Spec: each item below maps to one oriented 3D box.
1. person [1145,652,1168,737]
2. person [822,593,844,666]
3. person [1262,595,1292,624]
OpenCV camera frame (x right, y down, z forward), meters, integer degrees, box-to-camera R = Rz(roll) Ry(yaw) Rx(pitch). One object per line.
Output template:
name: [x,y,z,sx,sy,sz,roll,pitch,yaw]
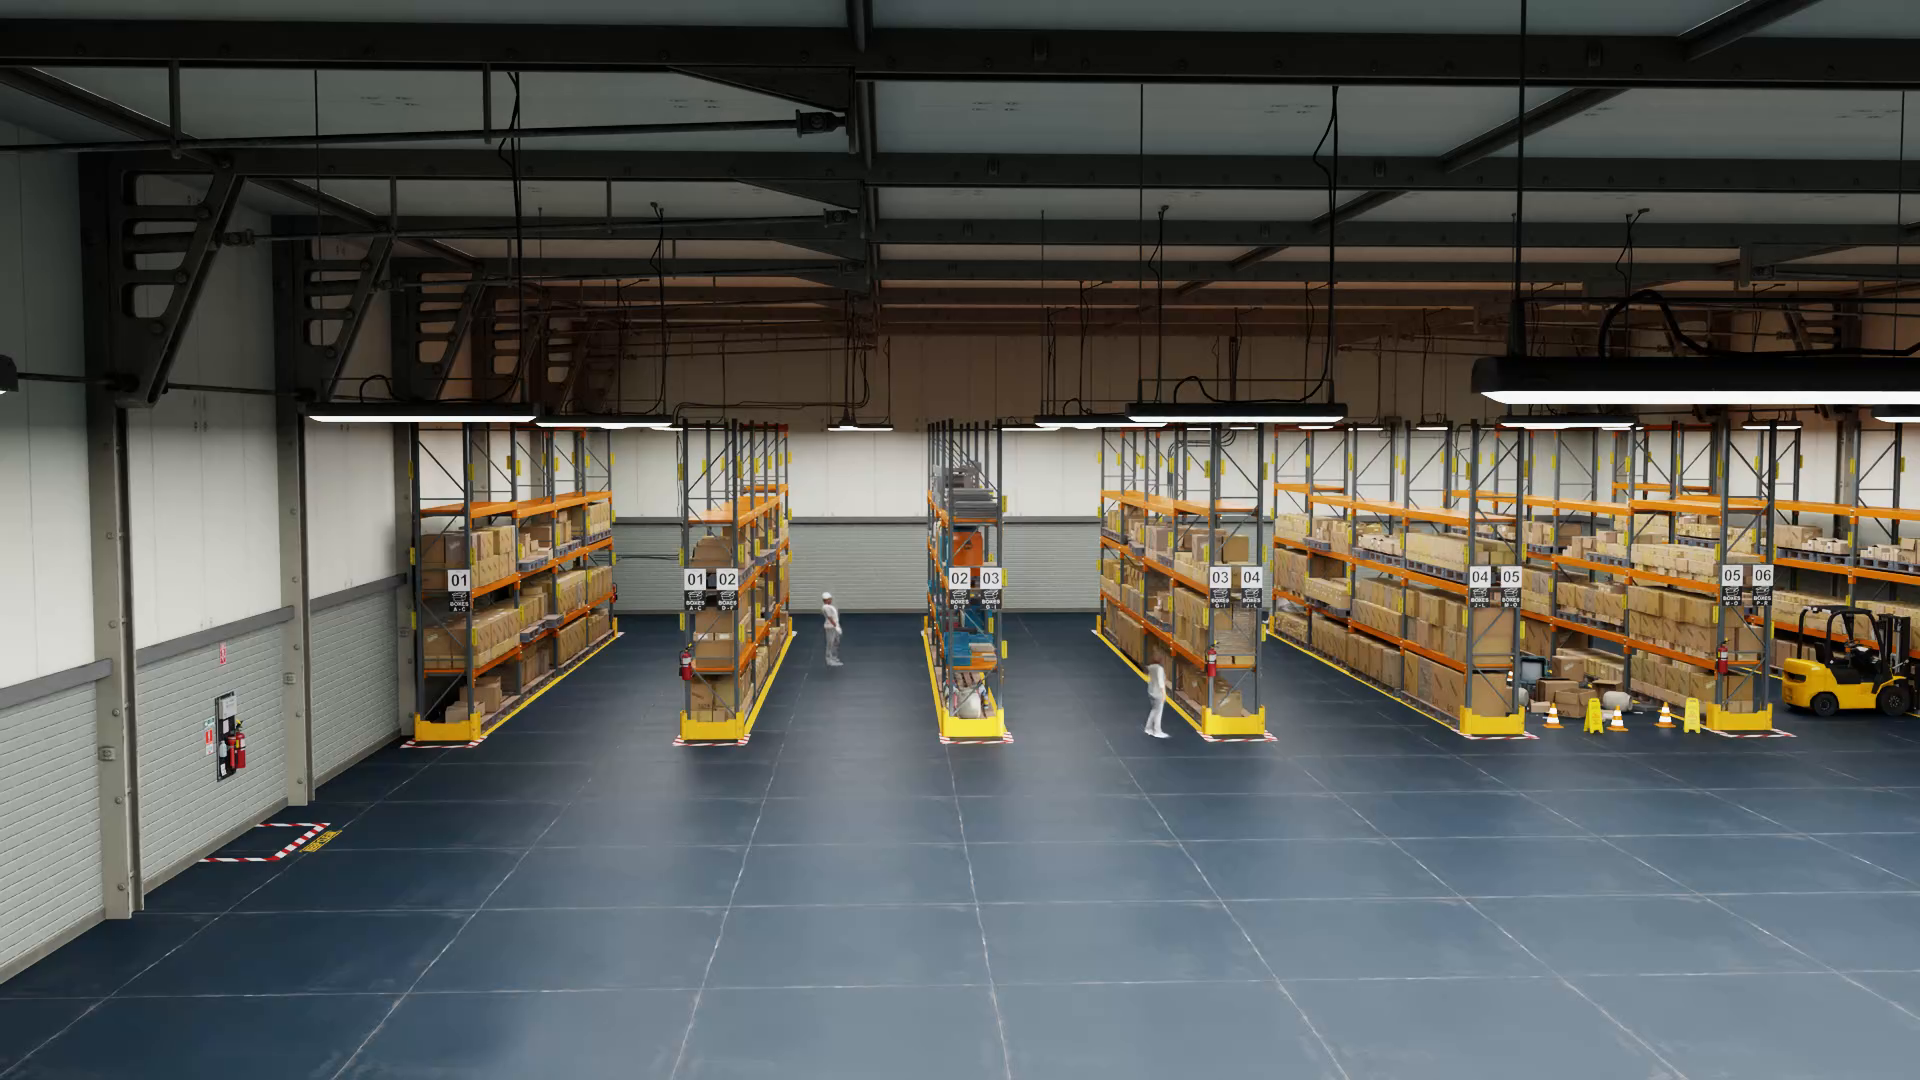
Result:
person: [3.722,2.931,31.403,0.334,1.626,0.498,-2,4,-28]
person: [-3.110,2.184,40.600,0.643,1.811,0.597,1,4,19]
person: [9.564,1.673,49.602,1.088,1.730,0.625,-1,4,-16]
